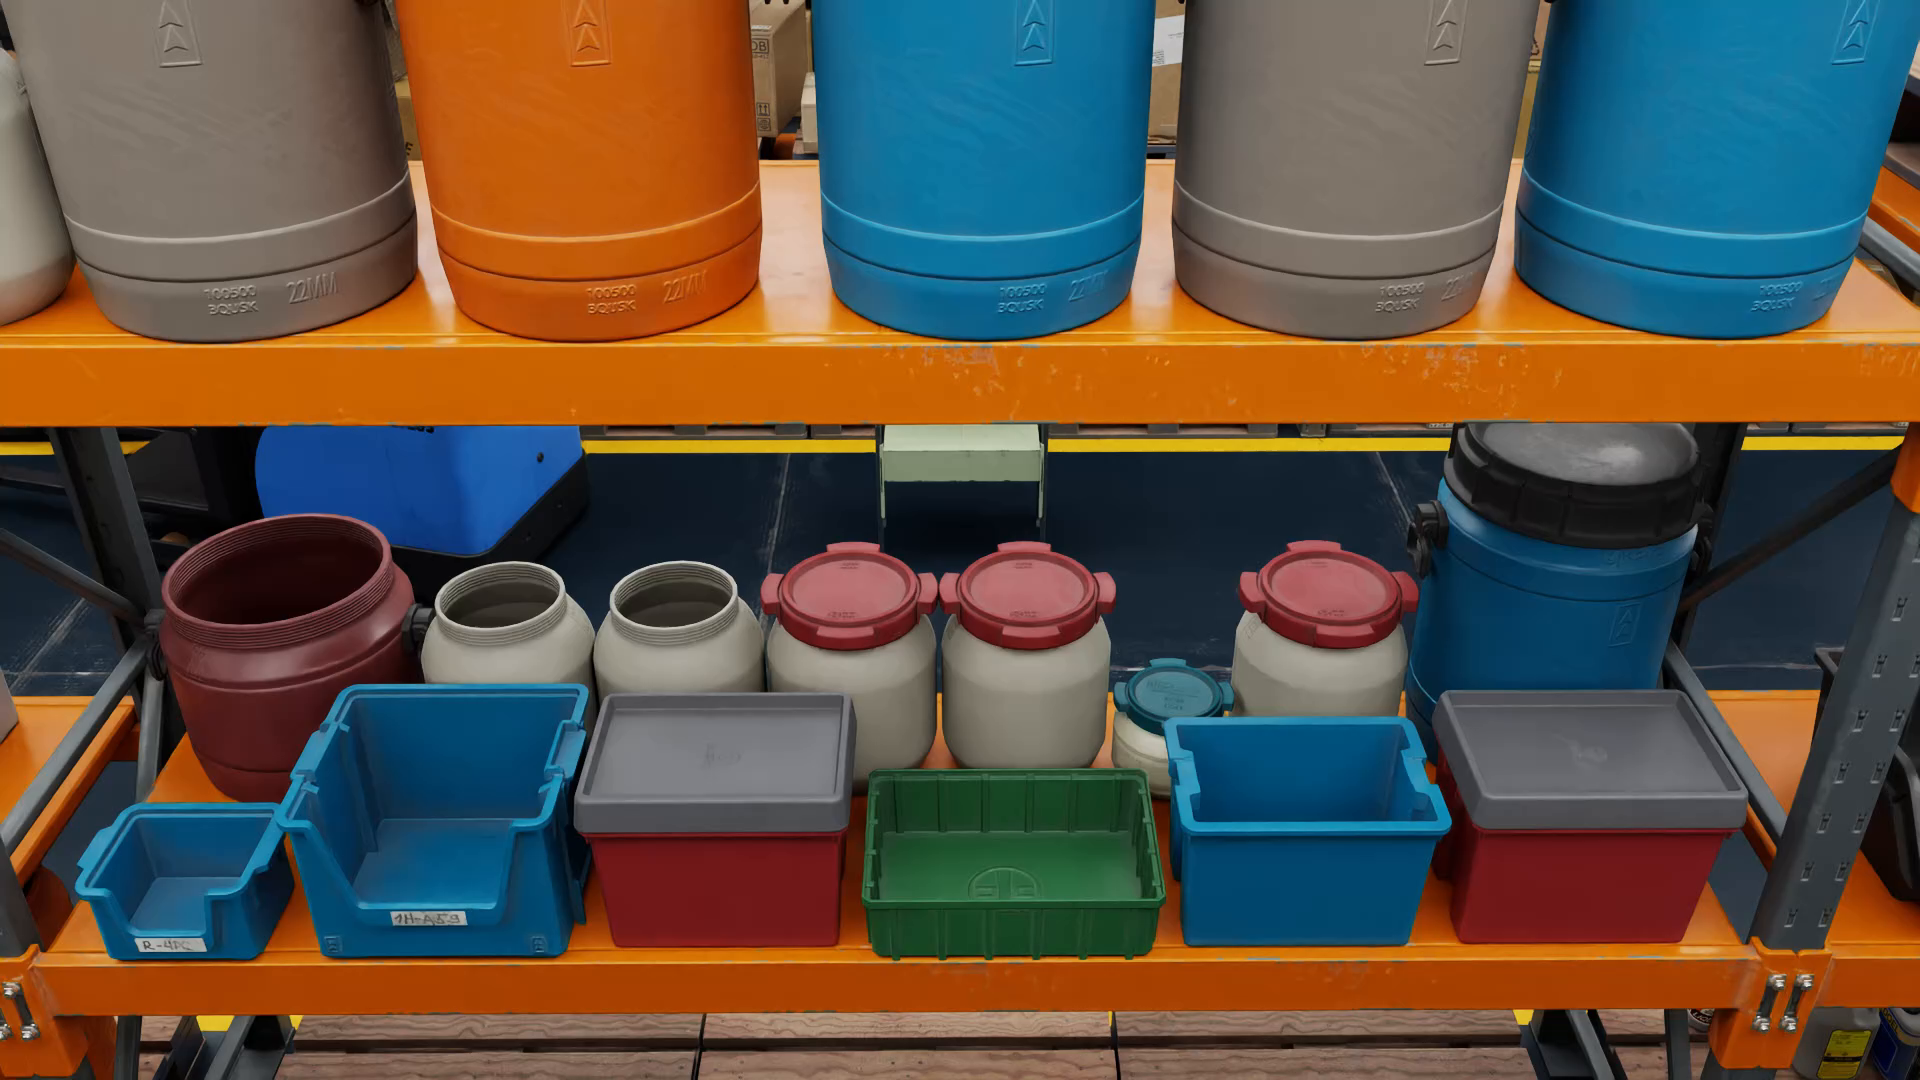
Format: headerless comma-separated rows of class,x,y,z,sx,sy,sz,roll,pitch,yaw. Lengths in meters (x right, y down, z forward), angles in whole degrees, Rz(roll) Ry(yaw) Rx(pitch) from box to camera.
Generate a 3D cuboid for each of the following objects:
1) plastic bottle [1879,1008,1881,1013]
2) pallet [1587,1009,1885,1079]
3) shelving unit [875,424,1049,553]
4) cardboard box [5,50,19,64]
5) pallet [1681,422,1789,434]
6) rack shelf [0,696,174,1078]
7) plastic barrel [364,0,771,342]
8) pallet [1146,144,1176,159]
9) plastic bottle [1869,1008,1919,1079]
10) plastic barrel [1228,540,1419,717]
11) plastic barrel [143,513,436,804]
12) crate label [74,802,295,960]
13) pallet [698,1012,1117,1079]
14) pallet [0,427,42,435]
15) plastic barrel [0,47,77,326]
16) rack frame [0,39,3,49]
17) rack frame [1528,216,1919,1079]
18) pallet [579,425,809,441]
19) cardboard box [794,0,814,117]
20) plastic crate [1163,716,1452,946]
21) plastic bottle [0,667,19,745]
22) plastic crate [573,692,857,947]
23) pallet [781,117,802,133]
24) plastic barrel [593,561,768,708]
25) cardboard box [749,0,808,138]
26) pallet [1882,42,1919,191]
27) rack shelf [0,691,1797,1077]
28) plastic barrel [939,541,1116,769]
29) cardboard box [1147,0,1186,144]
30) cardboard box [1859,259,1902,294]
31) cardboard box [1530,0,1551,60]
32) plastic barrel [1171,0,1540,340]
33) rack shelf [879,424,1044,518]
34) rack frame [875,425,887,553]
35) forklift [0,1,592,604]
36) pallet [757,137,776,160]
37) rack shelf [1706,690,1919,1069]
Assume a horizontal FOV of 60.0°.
plastic bottle,2.690,1.294,4.856,0.185,0.351,0.144,-2,31,-3
pallet,2.528,1.713,4.723,1.213,0.211,1.003,0,31,0
shelving unit,0.007,-0.641,7.361,0.755,1.500,0.431,0,31,0
cardboard box,-4.227,-2.527,7.959,0.637,0.503,0.797,1,31,1
pallet,3.720,-0.901,9.032,1.213,0.211,1.003,0,31,0
rack shelf,-4.144,0.828,4.188,4.000,0.370,1.077,0,31,0
plastic barrel,-0.668,-0.844,2.944,0.708,0.830,0.600,0,31,0
pallet,1.061,-2.059,8.436,1.213,0.211,1.003,0,31,0
plastic bottle,2.716,1.402,4.748,0.135,0.276,0.152,0,31,0
plastic barrel,0.898,0.333,4.179,0.433,0.535,0.433,0,31,0
plastic barrel,-1.682,0.297,4.237,0.708,0.536,0.600,0,31,0
crate label,-1.721,0.779,3.736,0.416,0.233,0.303,0,31,0
pallet,-0.152,1.721,4.709,1.213,0.211,1.003,0,31,0
pallet,-5.403,-0.892,9.017,1.213,0.211,1.003,0,31,0
plastic barrel,-1.832,-0.658,2.944,0.421,0.512,0.421,0,31,0
rack frame,-2.144,-2.051,2.455,0.127,3.000,1.000,0,31,0
rack frame,1.856,0.501,4.032,0.127,3.000,1.000,0,31,0
pallet,-1.393,-0.865,8.972,1.213,0.211,1.003,0,31,0
cardboard box,-1.493,-3.801,12.887,0.750,0.750,1.050,-1,31,-1
plastic crate,0.755,0.673,3.764,0.575,0.384,0.392,0,31,0
plastic bottle,-2.579,0.401,4.318,0.135,0.276,0.152,0,31,0
plastic crate,-0.526,0.640,3.741,0.583,0.464,0.402,0,31,0
pallet,-1.314,-3.400,13.150,1.213,0.211,1.003,0,31,0
plastic barrel,-0.695,0.351,4.172,0.421,0.512,0.421,0,31,0
cardboard box,-1.077,-2.354,8.236,0.500,0.500,0.700,4,32,7
pallet,2.577,-0.753,3.390,1.003,0.211,1.213,0,31,0
rack shelf,-0.144,0.815,4.208,4.000,0.370,1.077,0,31,0
plastic barrel,0.164,0.335,4.175,0.433,0.535,0.433,0,31,0
cardboard box,1.031,-2.574,8.117,1.000,1.000,1.000,0,31,0
cardboard box,4.604,-1.178,8.805,0.500,0.500,0.500,8,32,13
cardboard box,2.777,-2.537,7.693,0.500,0.500,0.500,0,31,0
plastic barrel,0.695,-0.879,2.932,0.600,0.901,0.600,0,31,0
rack shelf,0.007,-0.363,7.530,0.720,0.370,0.431,0,31,0
rack frame,-0.359,-0.640,7.359,0.023,1.500,0.400,0,31,0
forklift,-3.333,-1.373,7.188,3.031,2.935,1.130,8,32,13
pallet,-1.462,-2.031,8.390,1.003,0.211,1.213,0,31,0
rack shelf,3.856,0.803,4.229,4.000,0.370,1.077,0,31,0
